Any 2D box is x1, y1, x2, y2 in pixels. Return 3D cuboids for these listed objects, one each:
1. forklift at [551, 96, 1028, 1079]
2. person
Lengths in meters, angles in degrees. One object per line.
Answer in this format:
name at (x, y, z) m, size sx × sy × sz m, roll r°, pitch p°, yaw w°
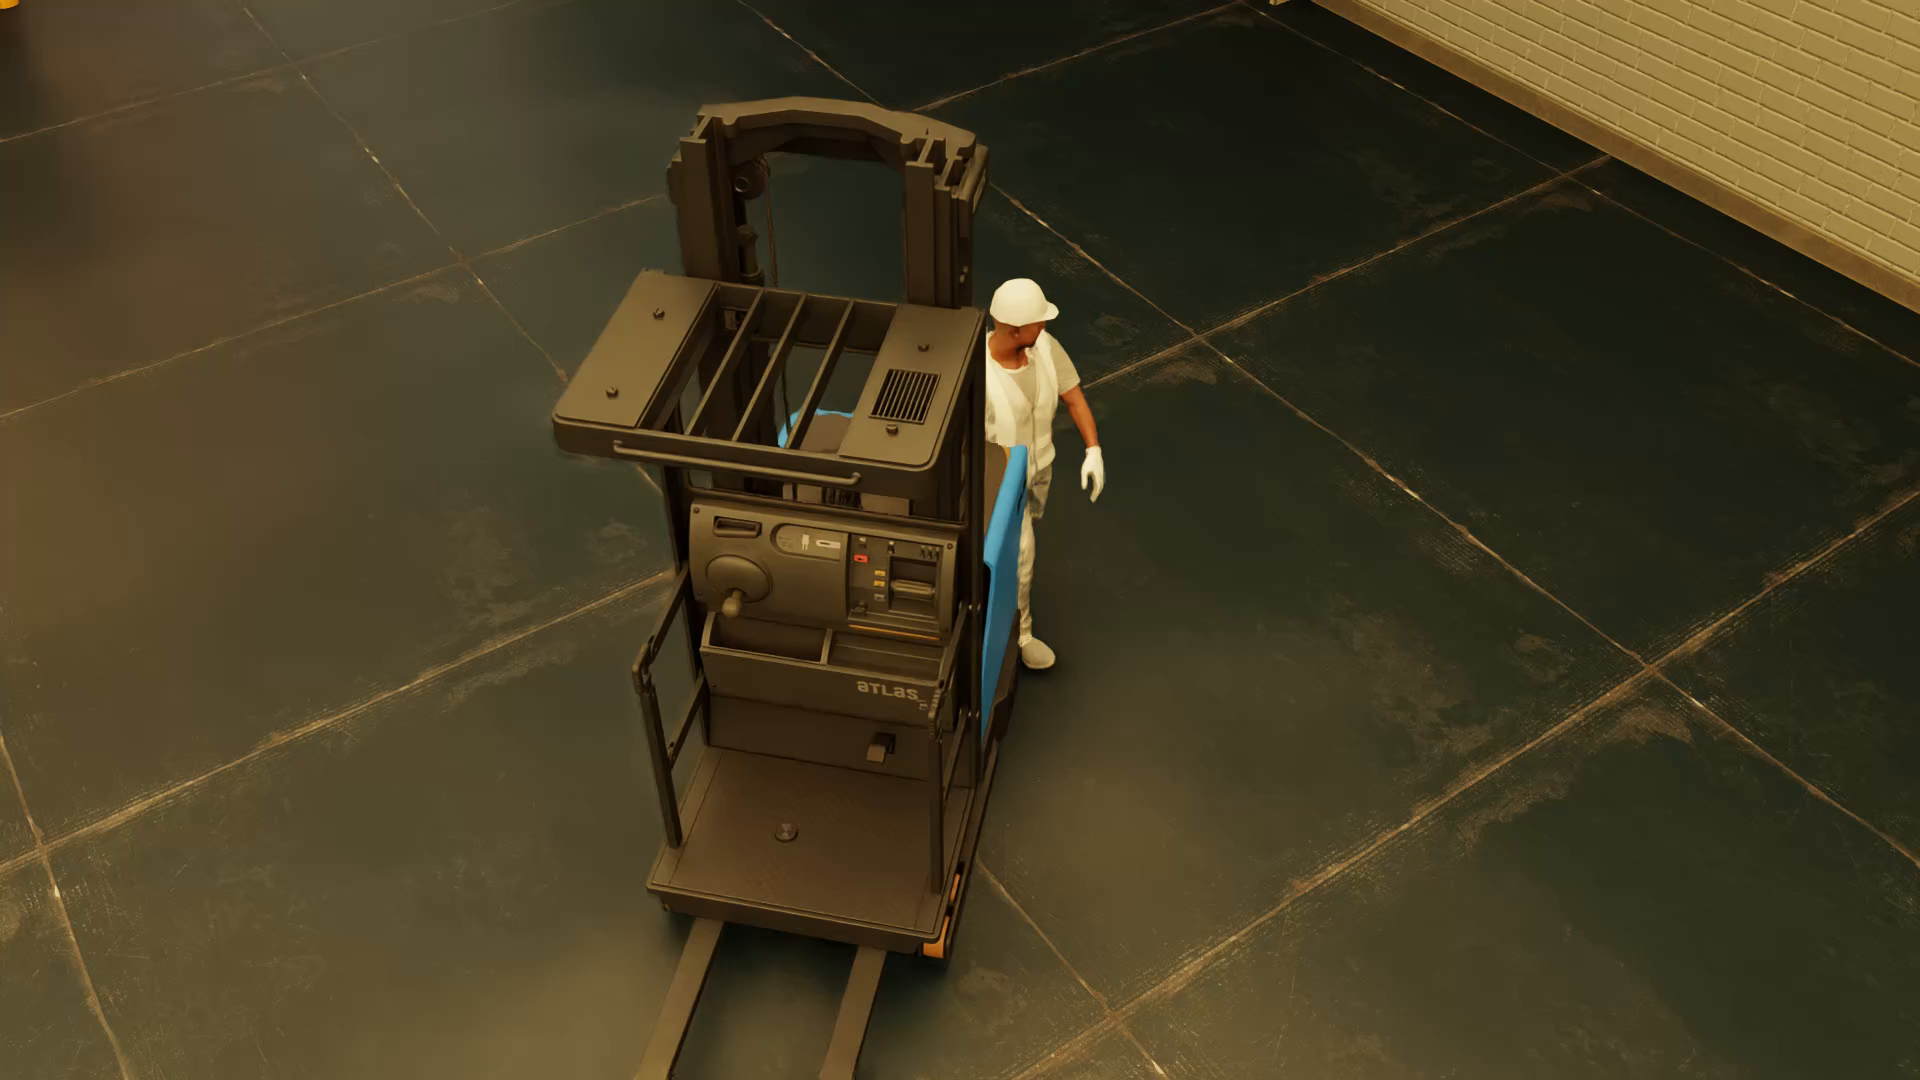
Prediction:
forklift at (-0.512, 0.195, 5.504) m, size 1.130 × 2.935 × 3.031 m, roll 8°, pitch 43°, yaw 9°
person at (0.200, -0.278, 6.938) m, size 0.823 × 1.719 × 0.727 m, roll 30°, pitch 50°, yaw 28°
